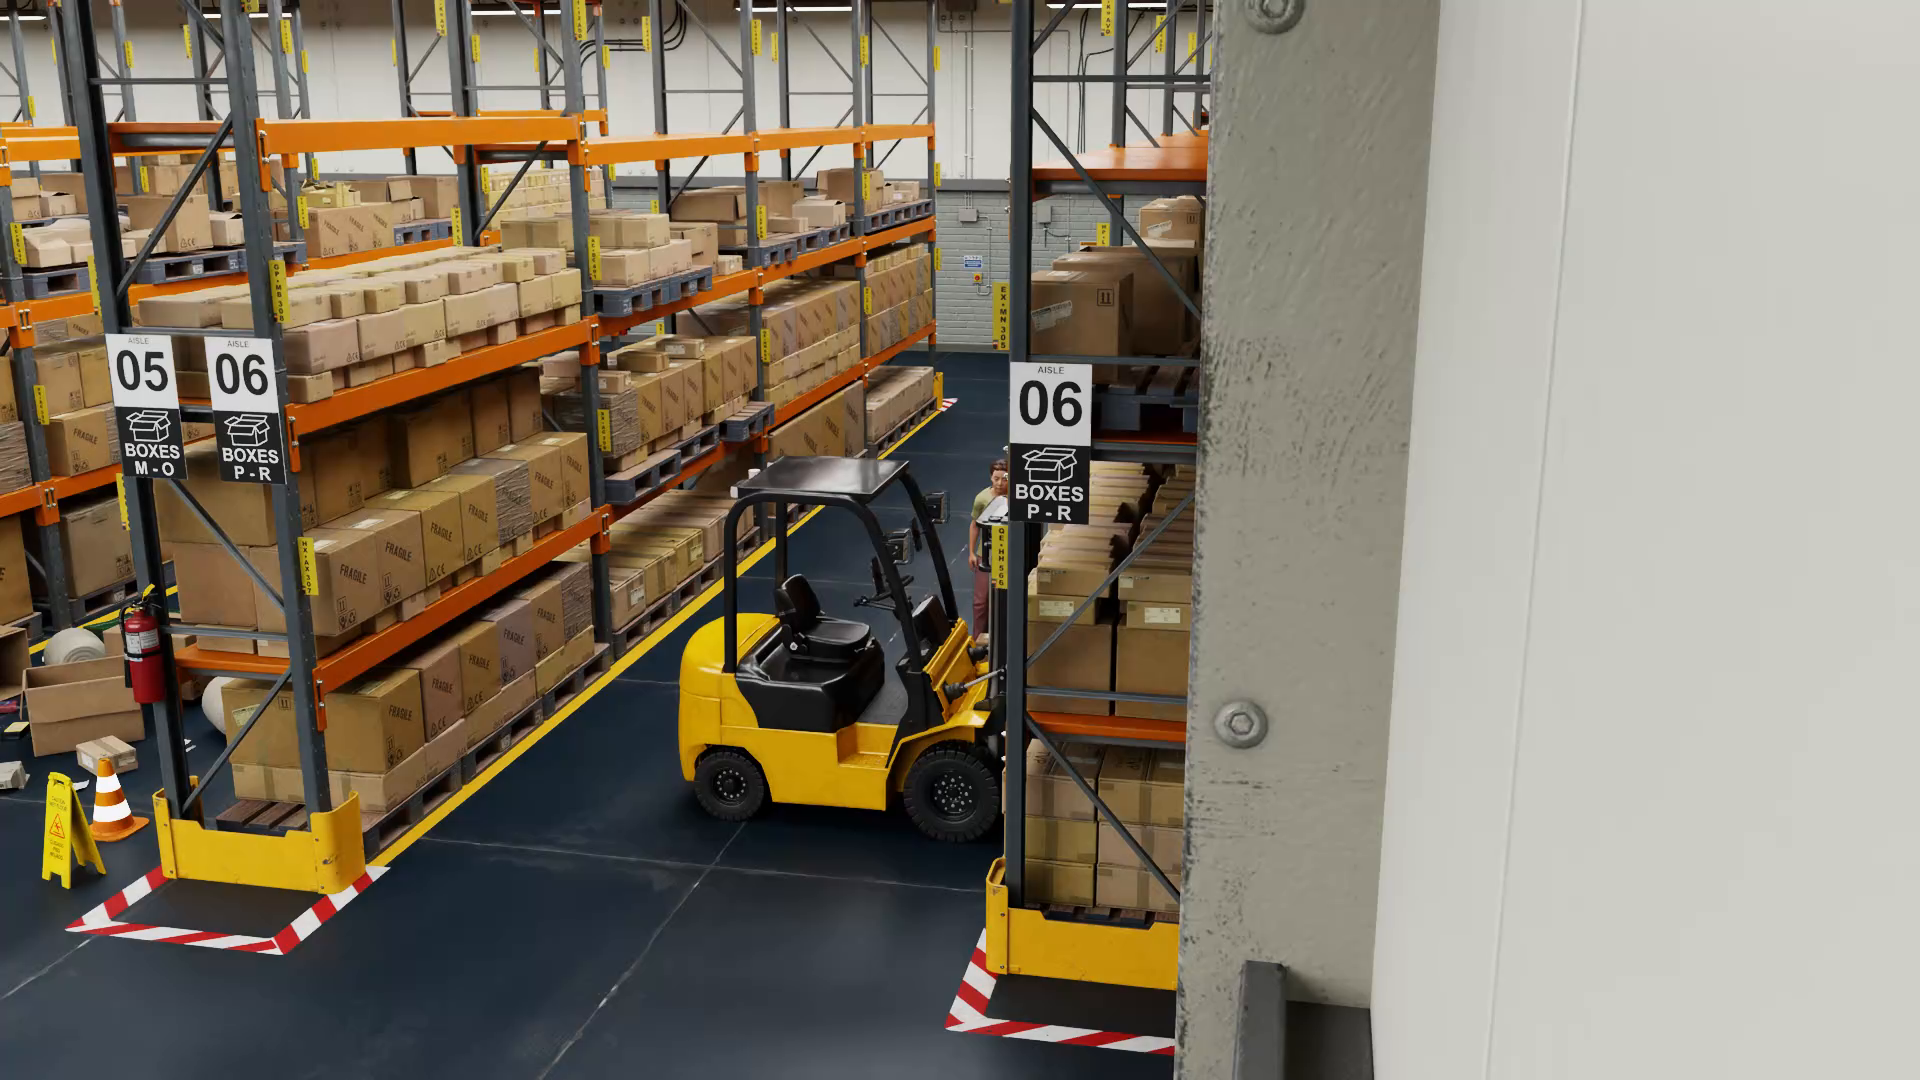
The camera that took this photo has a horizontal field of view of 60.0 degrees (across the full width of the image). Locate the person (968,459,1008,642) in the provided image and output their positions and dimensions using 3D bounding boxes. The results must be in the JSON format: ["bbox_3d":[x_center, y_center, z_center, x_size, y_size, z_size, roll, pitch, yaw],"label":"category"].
[{"bbox_3d":[0.312,0.159,13.409,0.520,1.673,0.357,2,15,8],"label":"person"}]
